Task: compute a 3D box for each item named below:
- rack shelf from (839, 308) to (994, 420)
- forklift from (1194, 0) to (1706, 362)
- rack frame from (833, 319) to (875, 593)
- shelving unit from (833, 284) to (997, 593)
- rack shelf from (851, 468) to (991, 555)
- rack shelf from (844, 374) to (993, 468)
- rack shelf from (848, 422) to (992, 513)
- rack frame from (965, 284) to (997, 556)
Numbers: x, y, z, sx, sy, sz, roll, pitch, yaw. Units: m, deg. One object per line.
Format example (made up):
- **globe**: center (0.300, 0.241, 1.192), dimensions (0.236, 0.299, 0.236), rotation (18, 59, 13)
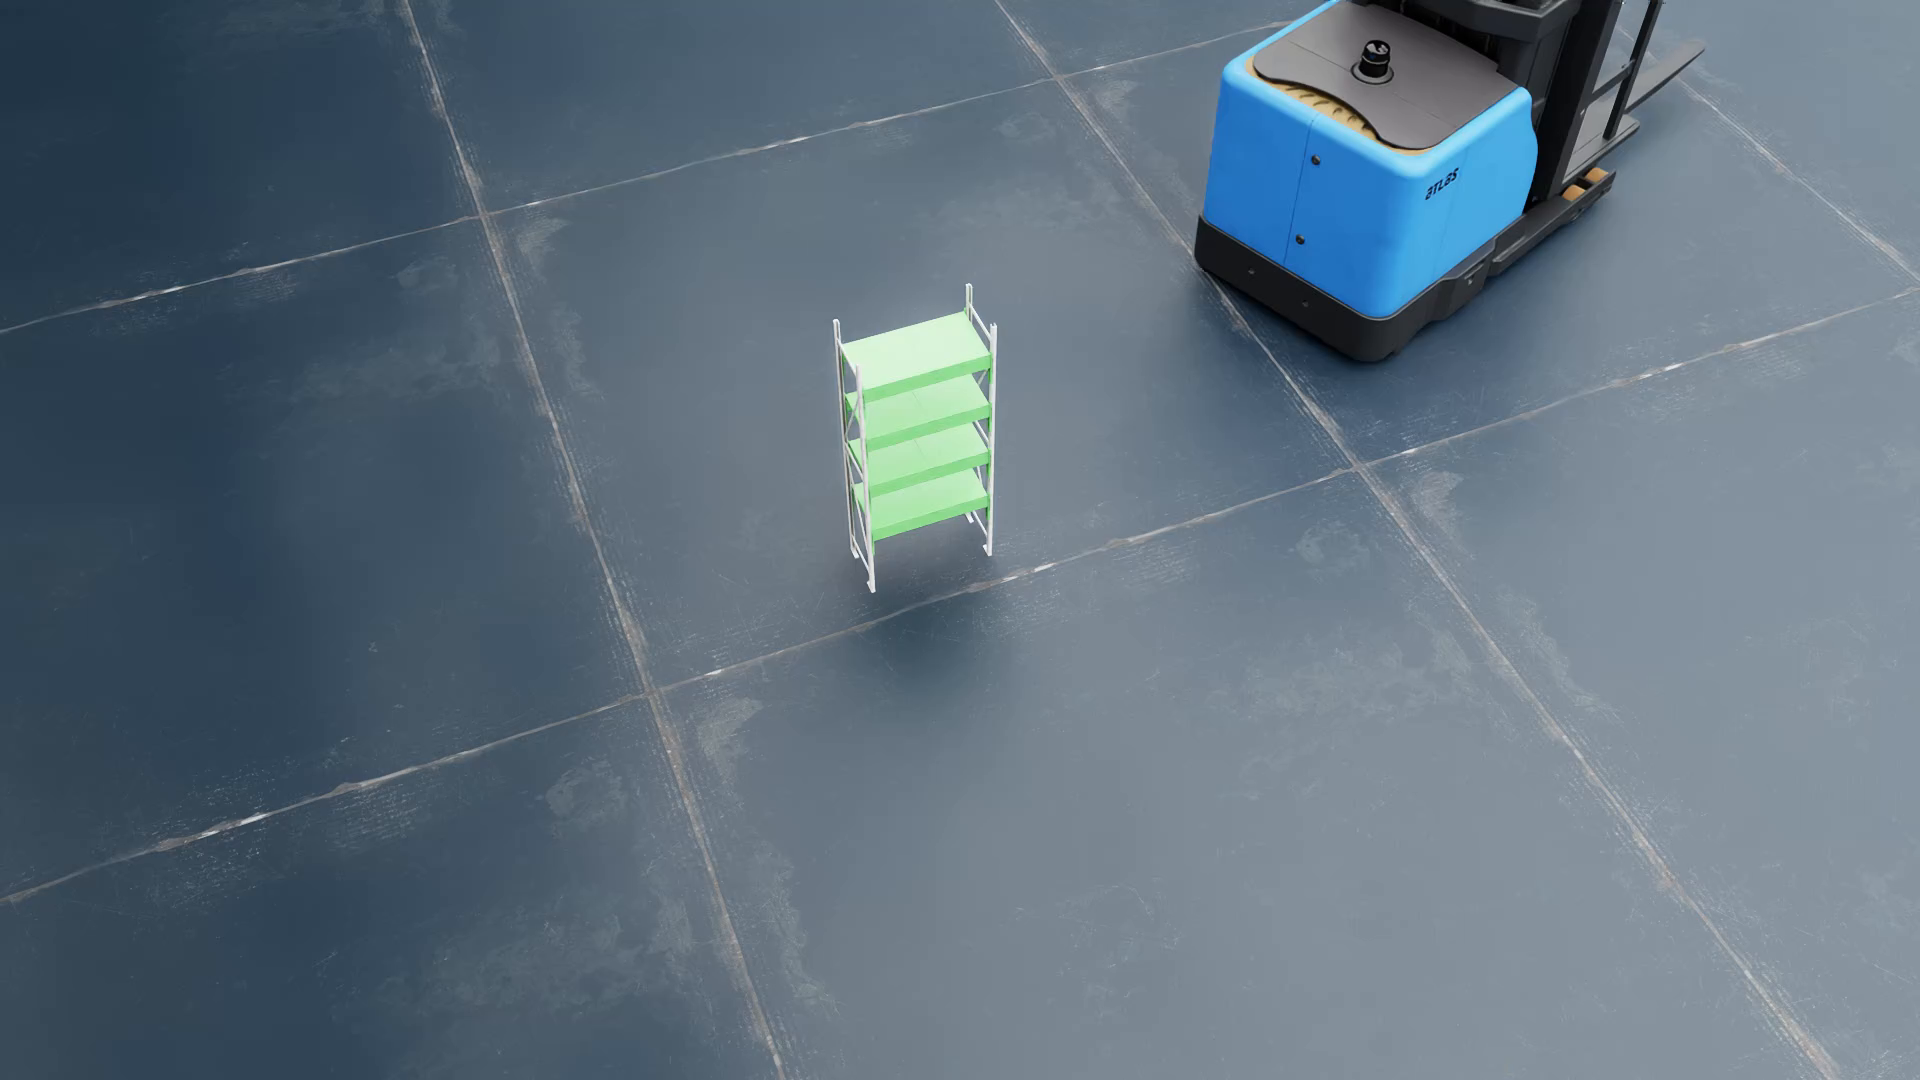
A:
- **rack shelf**: center (-0.153, -0.615, 5.779), dimensions (0.480, 0.148, 0.258), rotation (-17, 52, -14)
- **forklift**: center (2.481, -2.724, 6.998), dimensions (3.031, 2.935, 1.130), rotation (-36, 58, -27)
- **rack frame**: center (-0.379, -0.273, 6.035), dimensions (0.015, 1.200, 0.240), rotation (-17, 52, -14)
- **shelving unit**: center (-0.153, -0.343, 6.095), dimensions (0.503, 1.200, 0.258), rotation (-17, 52, -14)
- **rack shelf**: center (-0.153, -0.145, 6.325), dimensions (0.480, 0.148, 0.258), rotation (-17, 52, -14)
- **rack shelf**: center (-0.153, -0.458, 5.961), dimensions (0.480, 0.148, 0.258), rotation (-17, 52, -14)
- **rack shelf**: center (-0.153, -0.302, 6.143), dimensions (0.480, 0.148, 0.258), rotation (-17, 52, -14)
- **rack frame**: center (0.073, -0.413, 6.155), dimensions (0.015, 1.200, 0.240), rotation (-17, 52, -14)
